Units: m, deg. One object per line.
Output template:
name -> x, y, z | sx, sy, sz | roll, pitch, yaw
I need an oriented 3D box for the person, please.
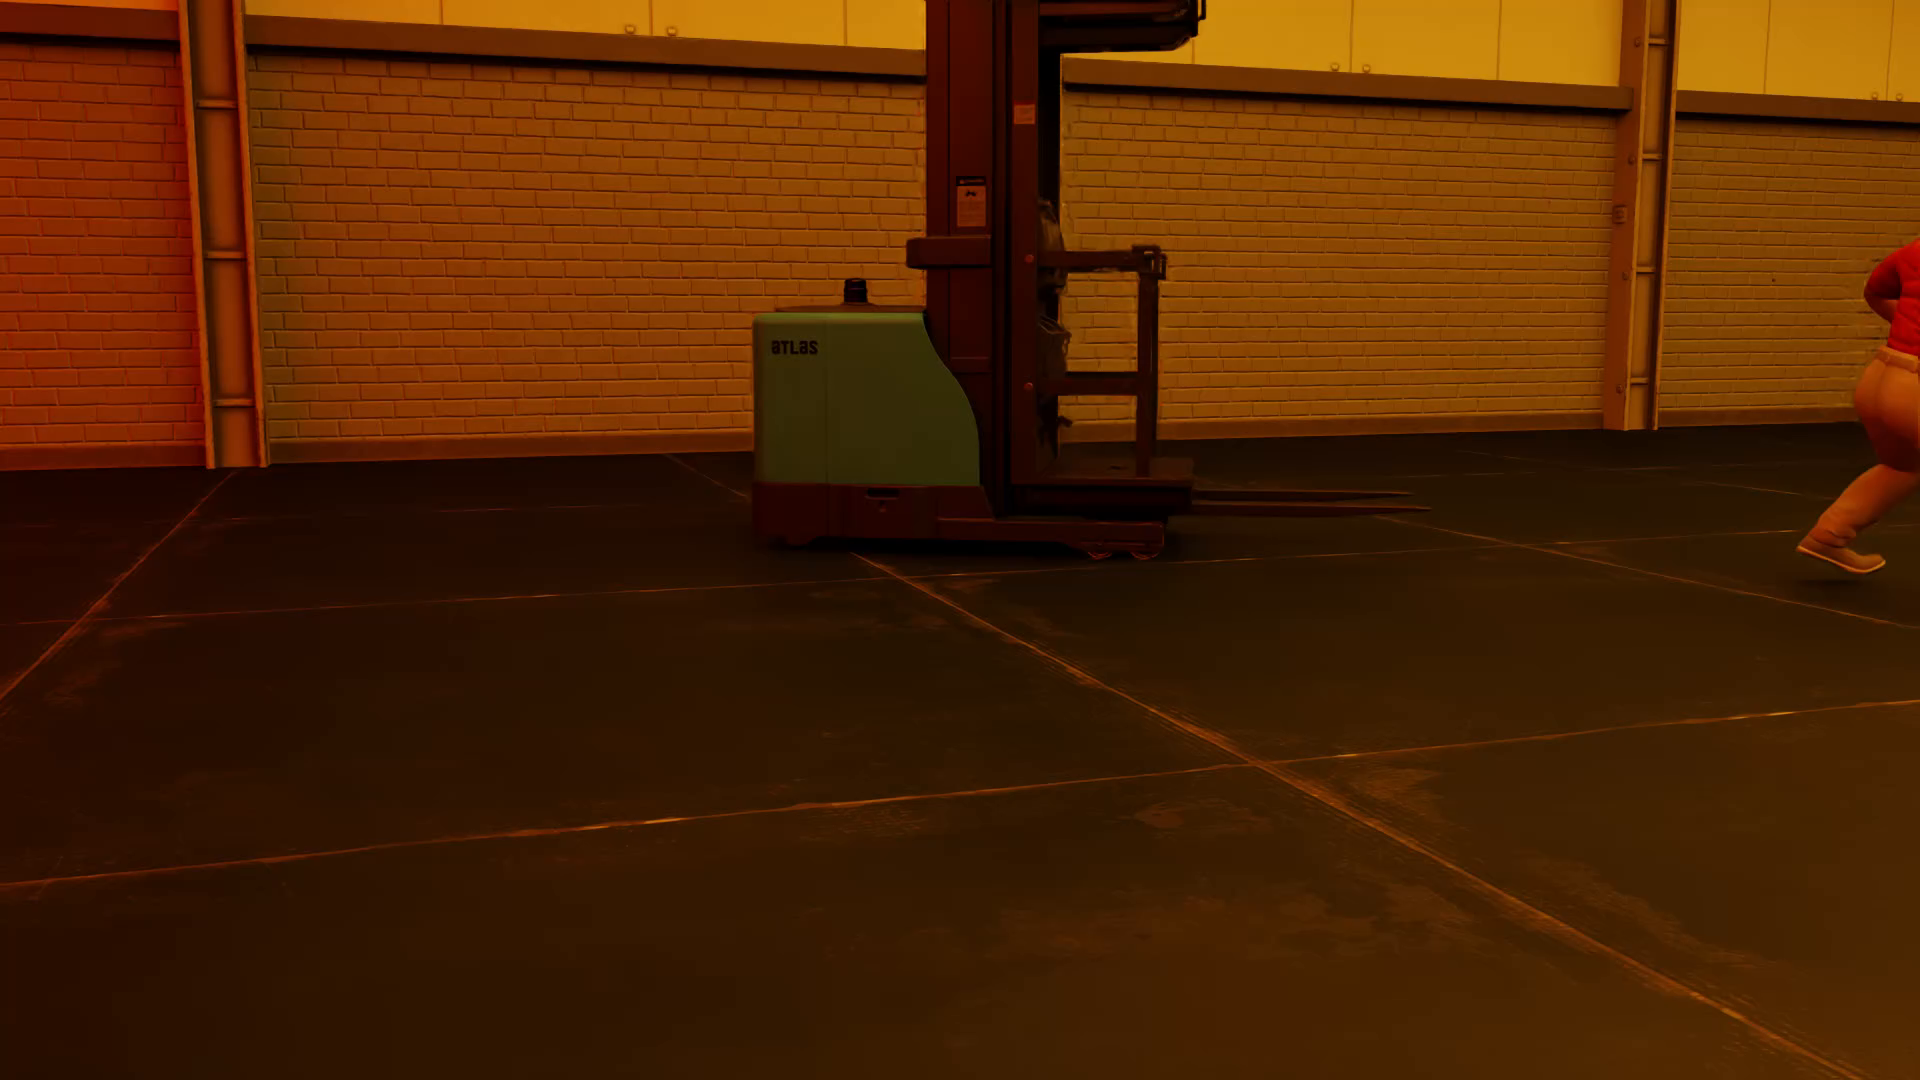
person -> 3.652, -0.484, 6.135 | 0.565, 1.692, 1.120 | 0, 8, 0

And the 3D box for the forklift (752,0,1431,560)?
forklift -> 0.609, -1.442, 7.648 | 3.031, 2.935, 1.130 | 1, 8, 8
